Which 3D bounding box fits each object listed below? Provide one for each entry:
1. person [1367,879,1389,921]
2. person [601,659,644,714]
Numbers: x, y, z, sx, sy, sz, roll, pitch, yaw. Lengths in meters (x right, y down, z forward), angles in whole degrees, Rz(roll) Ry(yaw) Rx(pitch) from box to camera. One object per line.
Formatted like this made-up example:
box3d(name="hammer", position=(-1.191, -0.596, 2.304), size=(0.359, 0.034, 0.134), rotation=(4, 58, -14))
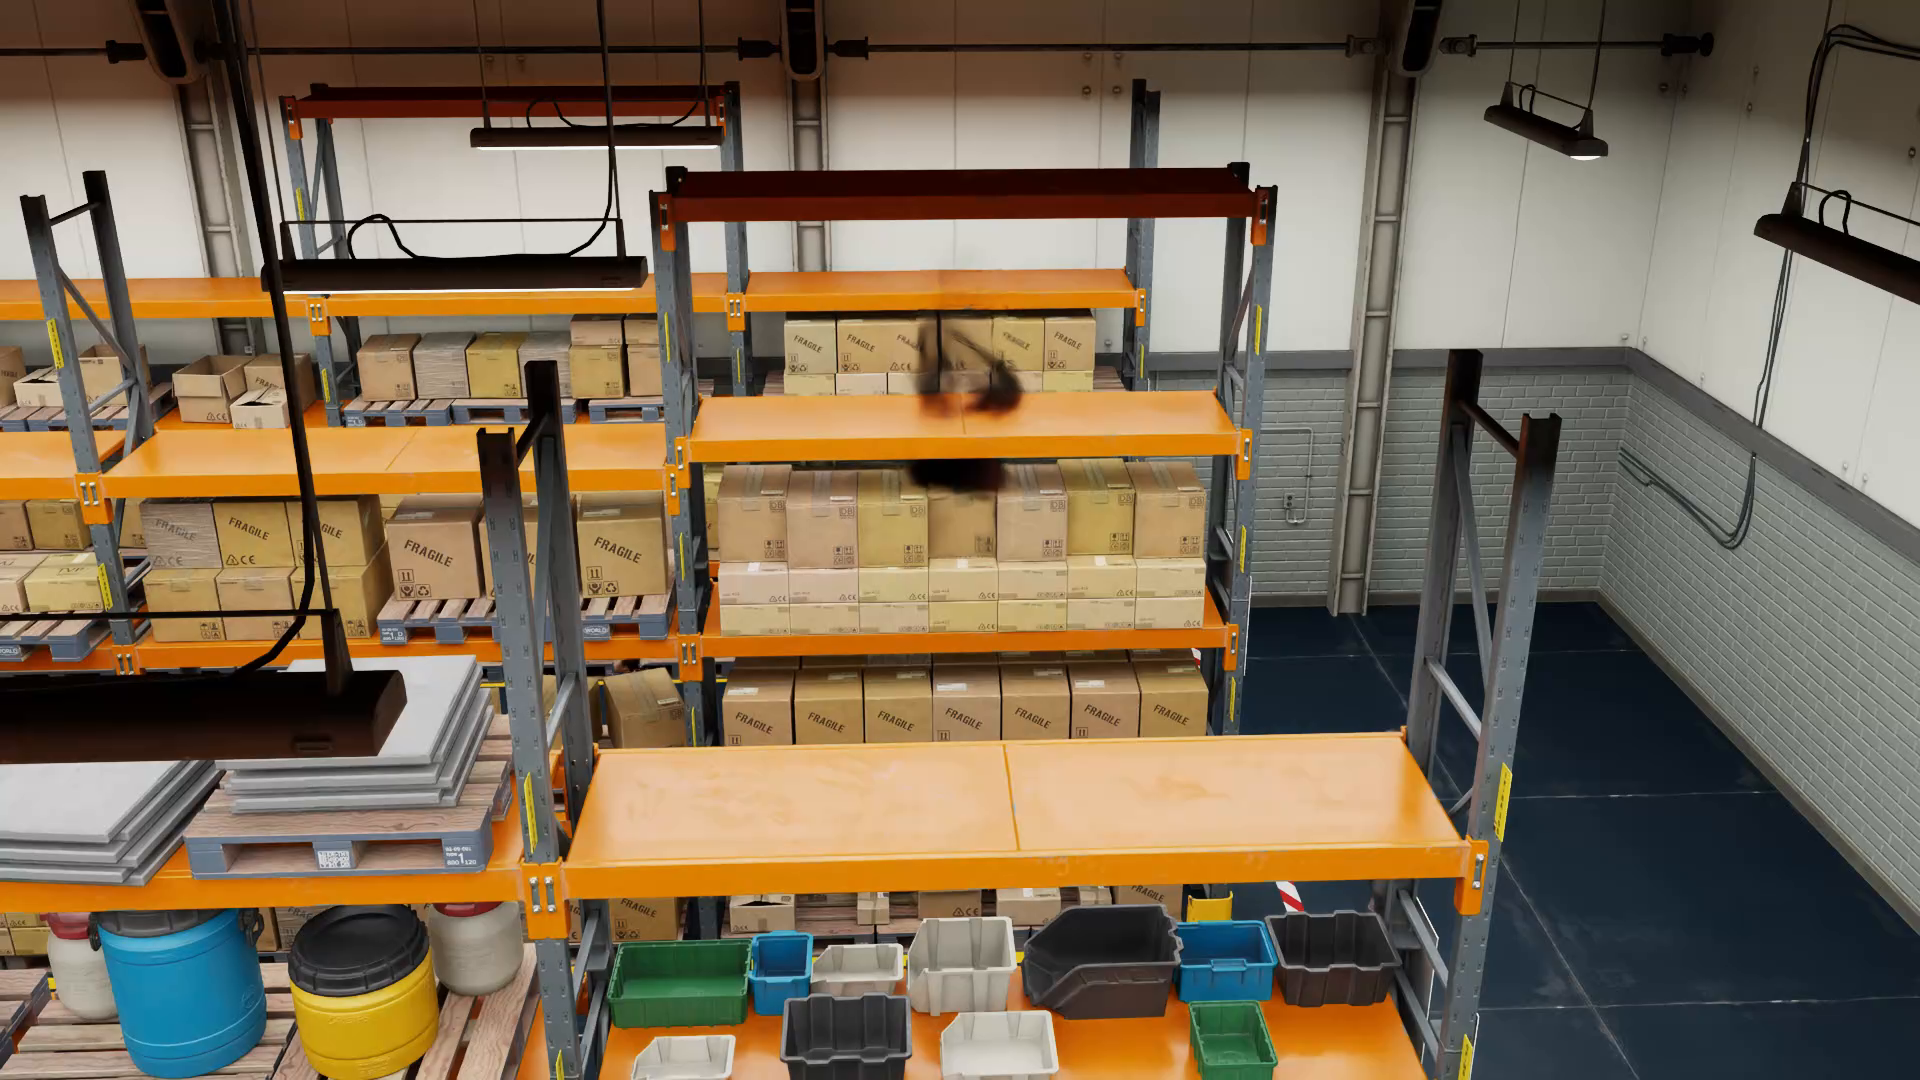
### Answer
box3d(name="person", position=(3.289, 2.377, 13.188), size=(0.566, 1.699, 0.742), rotation=(11, 25, 26))
box3d(name="person", position=(-2.961, 1.702, 14.797), size=(0.537, 1.631, 0.572), rotation=(1, 22, 1))
